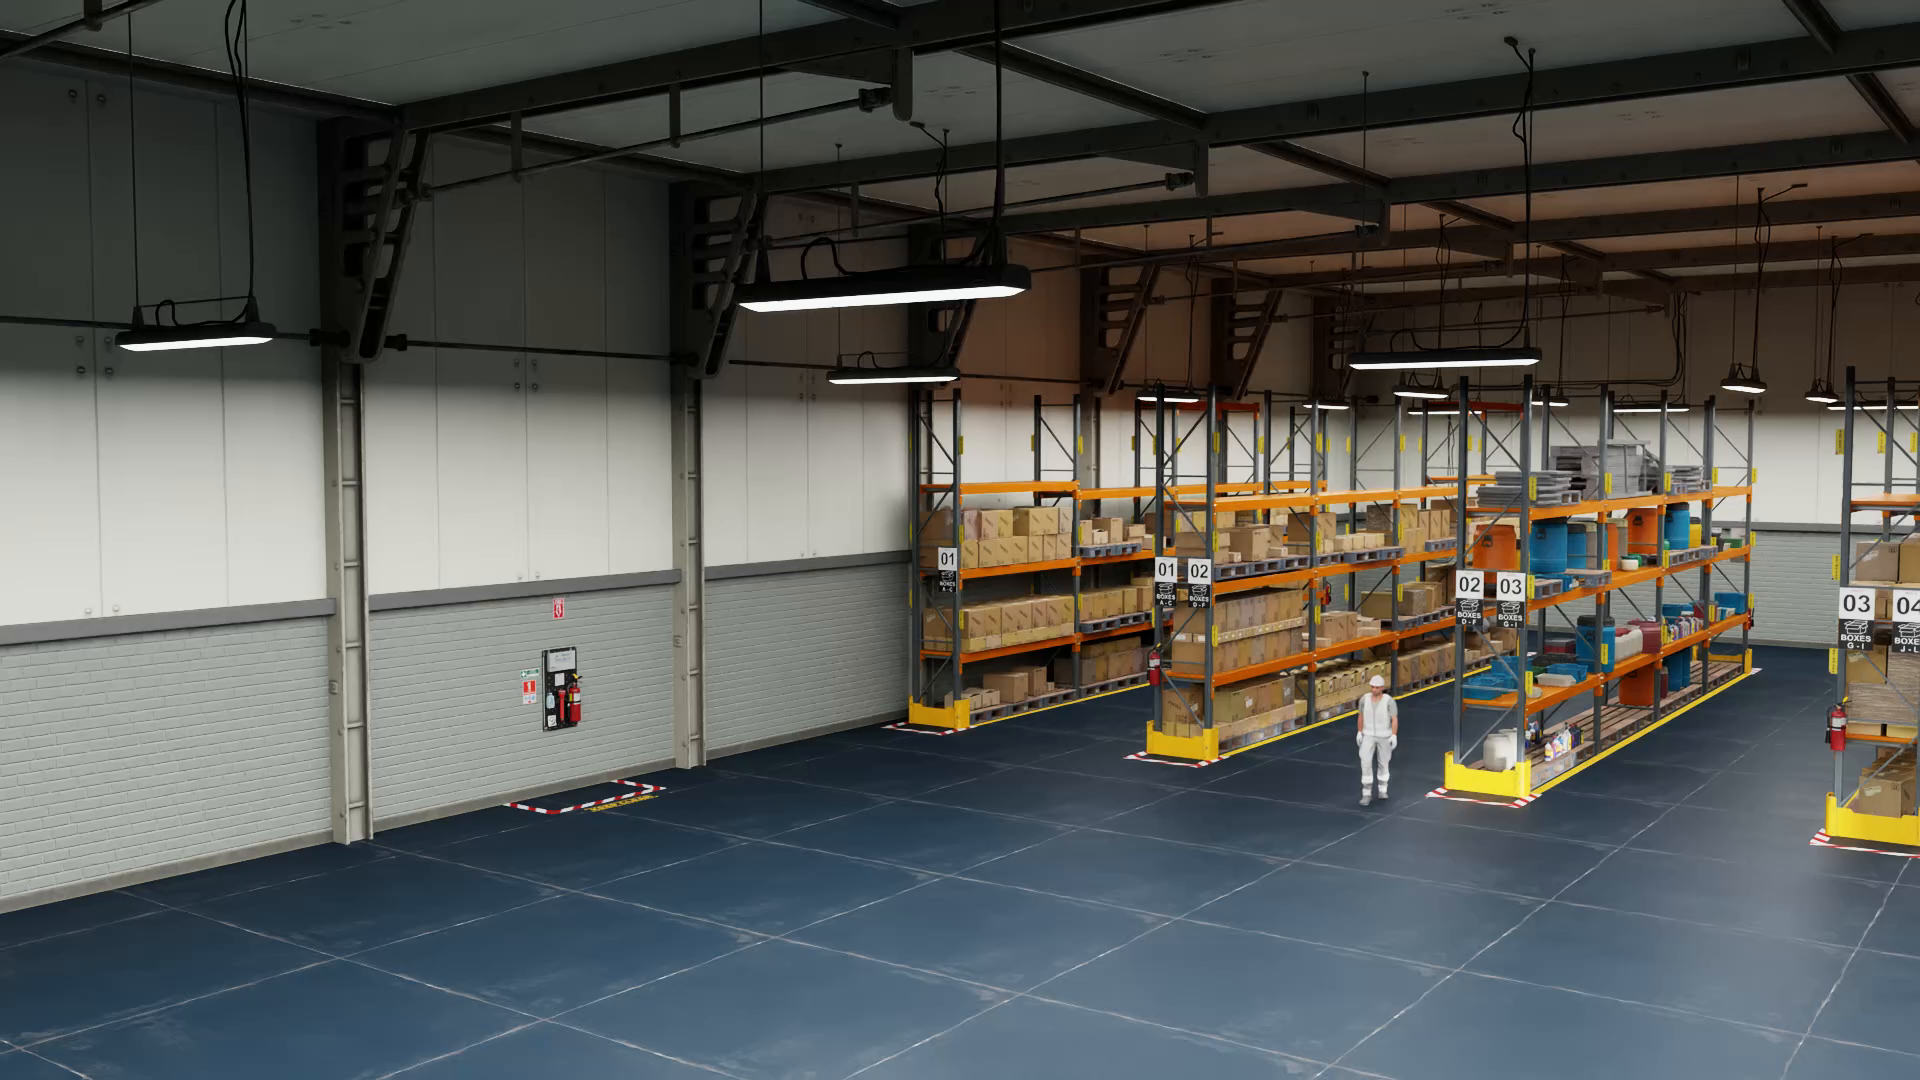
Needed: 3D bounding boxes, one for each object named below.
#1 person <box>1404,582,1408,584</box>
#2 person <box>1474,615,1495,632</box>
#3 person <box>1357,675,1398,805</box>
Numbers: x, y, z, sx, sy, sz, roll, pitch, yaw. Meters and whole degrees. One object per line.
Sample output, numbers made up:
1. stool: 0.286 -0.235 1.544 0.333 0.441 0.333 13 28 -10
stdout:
1. person: 10.602 1.873 39.564 0.556 1.748 0.582 -1 3 -20
2. person: 13.139 1.835 41.641 0.415 1.566 0.764 -1 4 -24
3. person: 5.838 2.781 23.296 0.606 1.789 0.716 2 4 25
